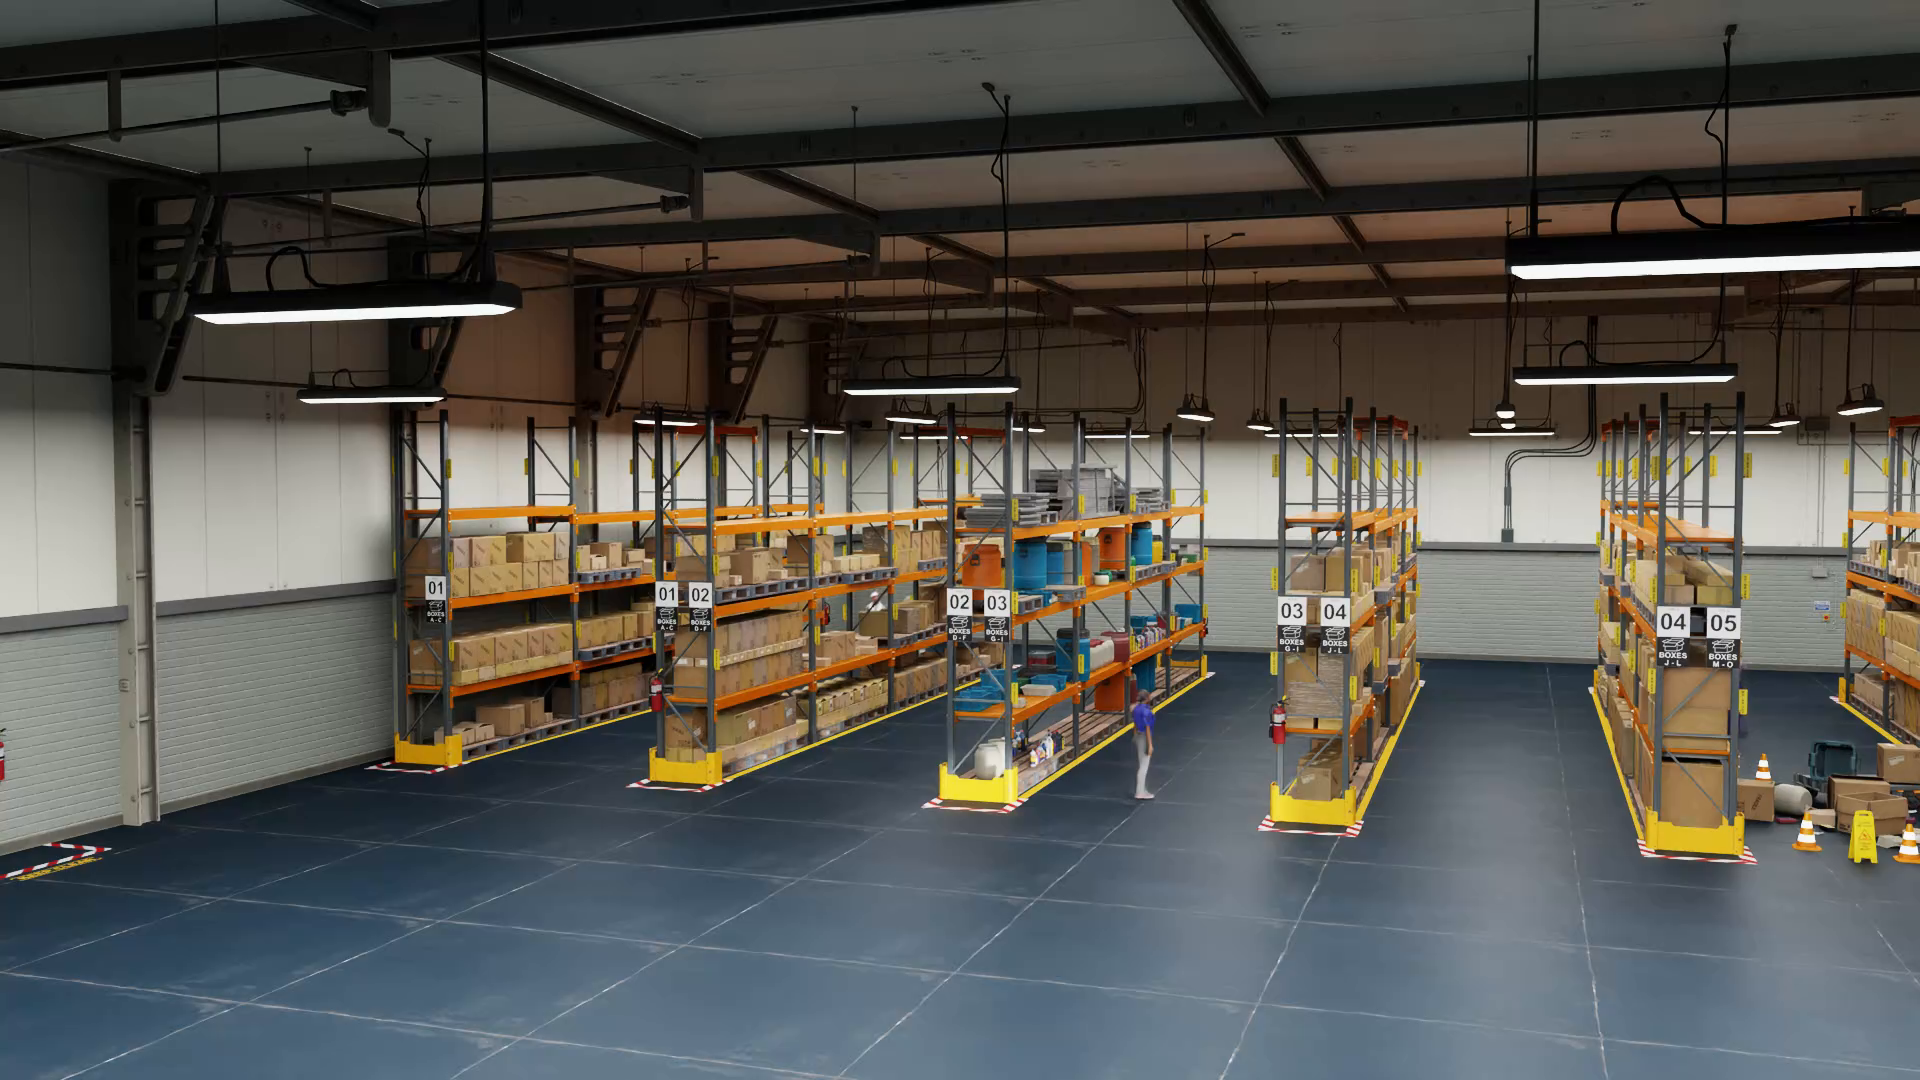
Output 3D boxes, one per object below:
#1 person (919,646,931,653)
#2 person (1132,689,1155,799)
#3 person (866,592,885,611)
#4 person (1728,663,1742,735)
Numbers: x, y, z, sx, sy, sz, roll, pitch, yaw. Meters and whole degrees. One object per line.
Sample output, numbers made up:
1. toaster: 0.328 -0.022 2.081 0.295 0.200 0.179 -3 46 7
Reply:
1. person: -0.930 2.281 42.805 0.445 1.804 0.591 1 3 16
2. person: 2.835 3.109 25.274 0.415 1.694 0.506 -1 3 -16
3. person: -2.234 2.248 44.072 0.629 1.715 1.066 0 2 10
4. person: 14.539 2.836 31.472 0.510 1.636 0.562 -1 3 -21
